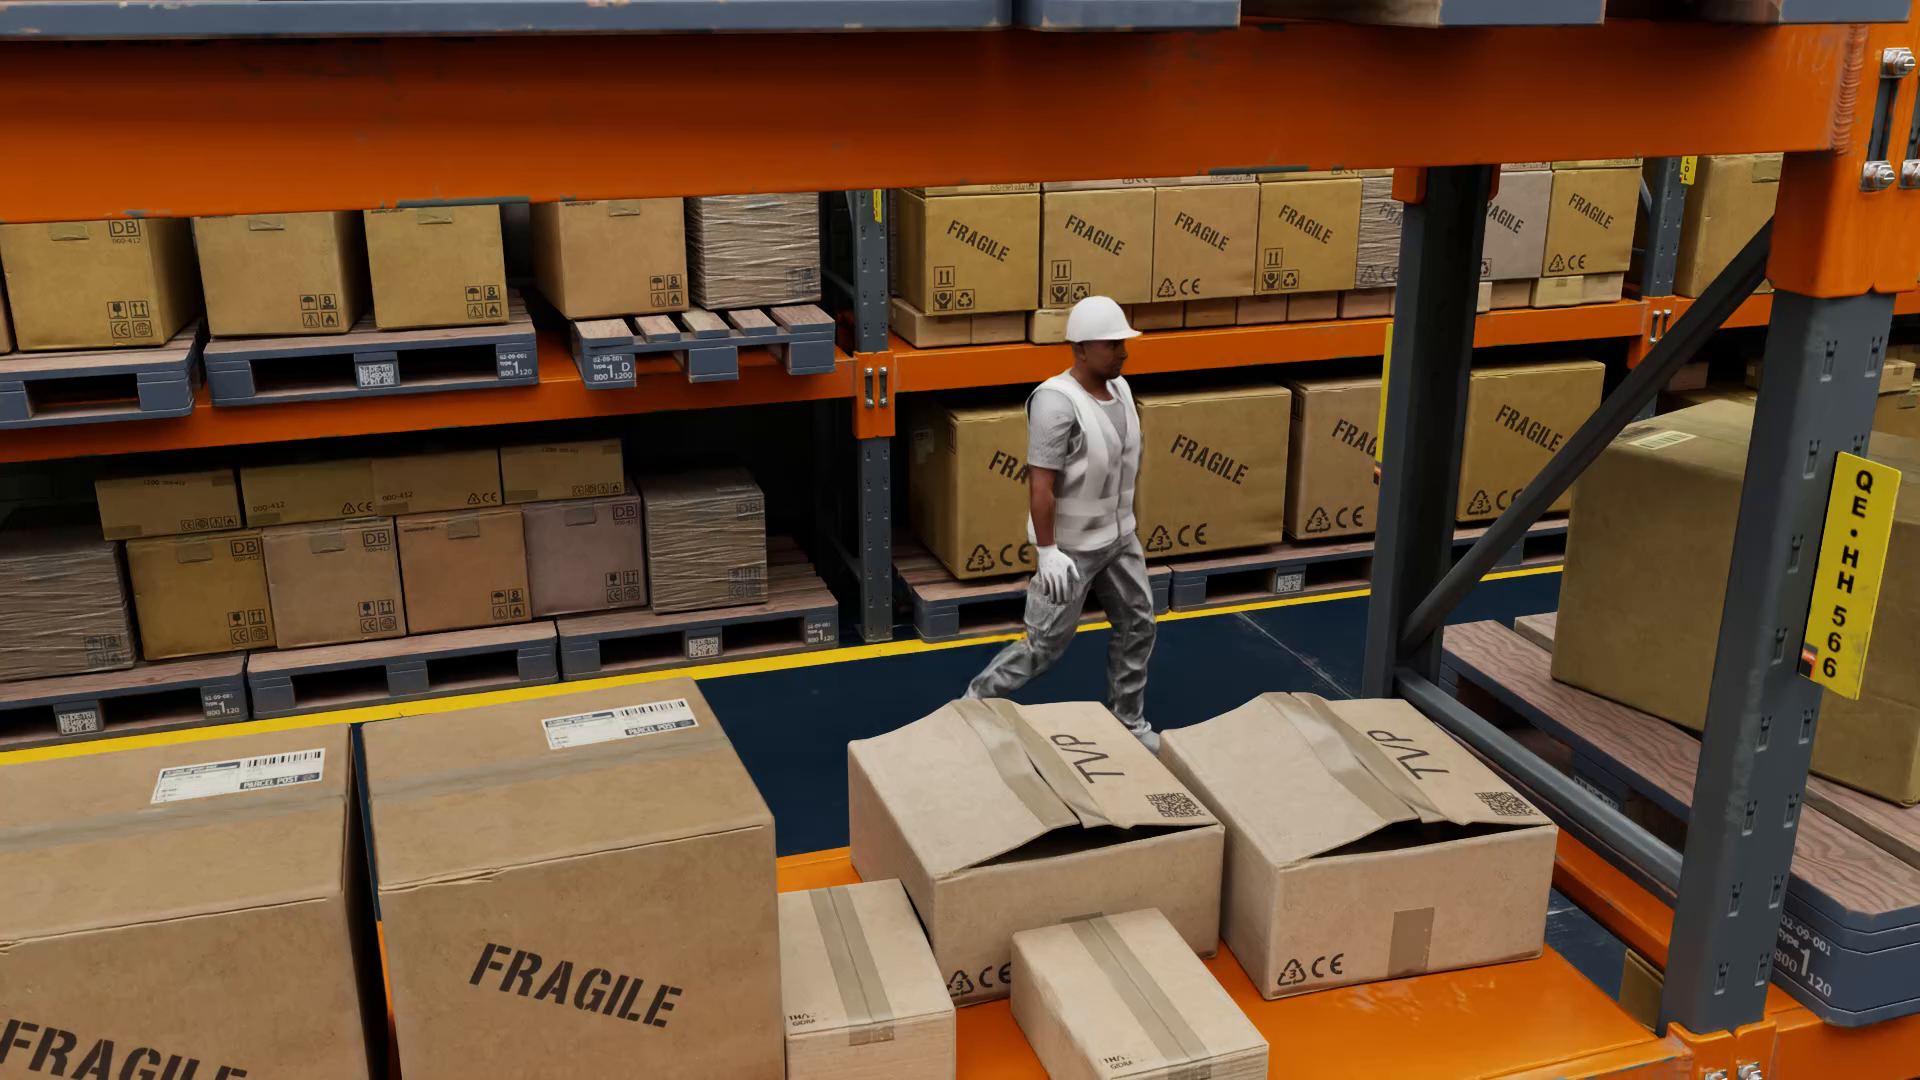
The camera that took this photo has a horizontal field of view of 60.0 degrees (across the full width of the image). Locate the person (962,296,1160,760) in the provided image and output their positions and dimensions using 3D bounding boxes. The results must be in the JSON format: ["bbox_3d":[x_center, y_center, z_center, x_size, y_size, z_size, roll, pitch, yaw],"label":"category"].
[{"bbox_3d":[0.413,-0.009,6.067,0.778,1.766,0.671,14,23,35],"label":"person"}]
